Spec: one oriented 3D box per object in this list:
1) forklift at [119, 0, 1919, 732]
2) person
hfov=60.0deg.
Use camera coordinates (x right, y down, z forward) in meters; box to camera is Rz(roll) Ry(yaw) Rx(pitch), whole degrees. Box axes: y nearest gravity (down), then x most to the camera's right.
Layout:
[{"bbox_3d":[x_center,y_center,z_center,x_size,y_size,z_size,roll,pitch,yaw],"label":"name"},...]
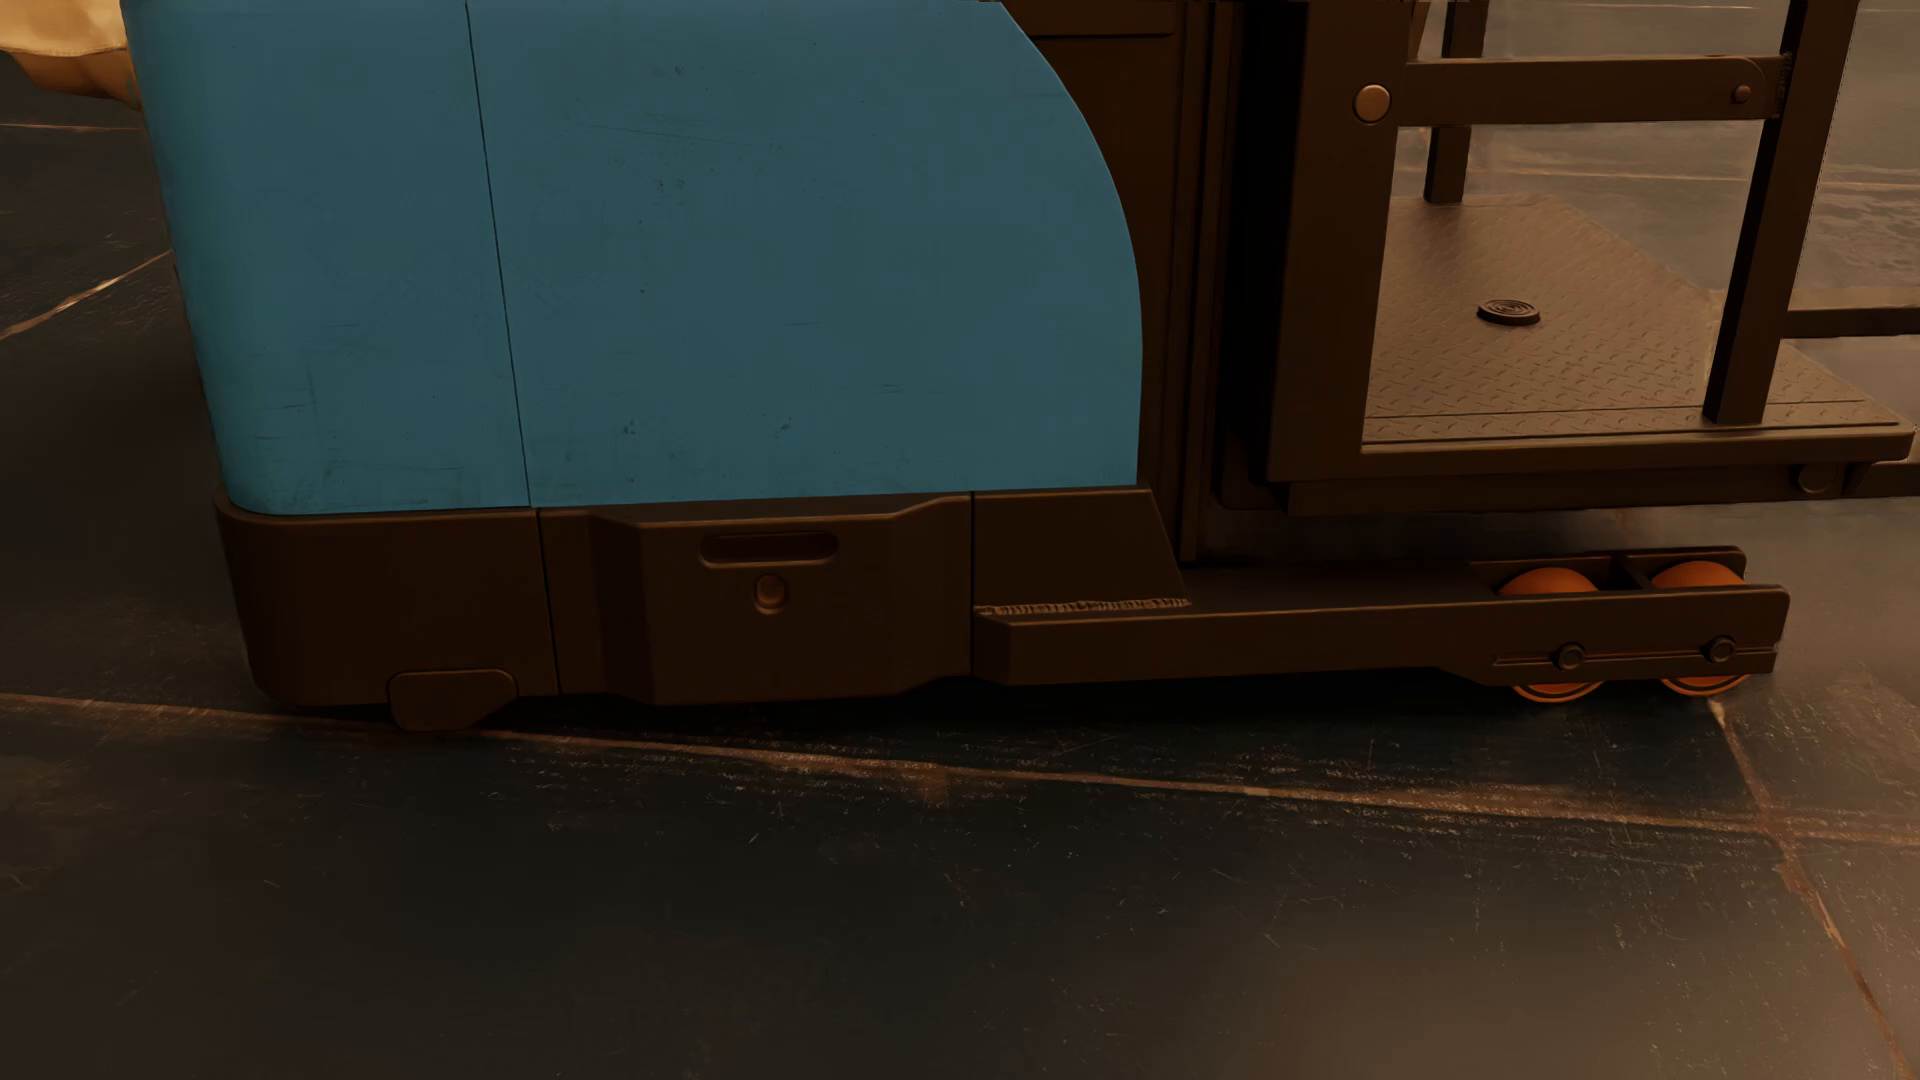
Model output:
[{"bbox_3d":[0.610,-1.341,1.905,3.031,2.935,1.130,-2,27,-5],"label":"forklift"},{"bbox_3d":[-1.263,-0.964,2.862,0.778,1.460,0.743,8,28,16],"label":"person"}]
